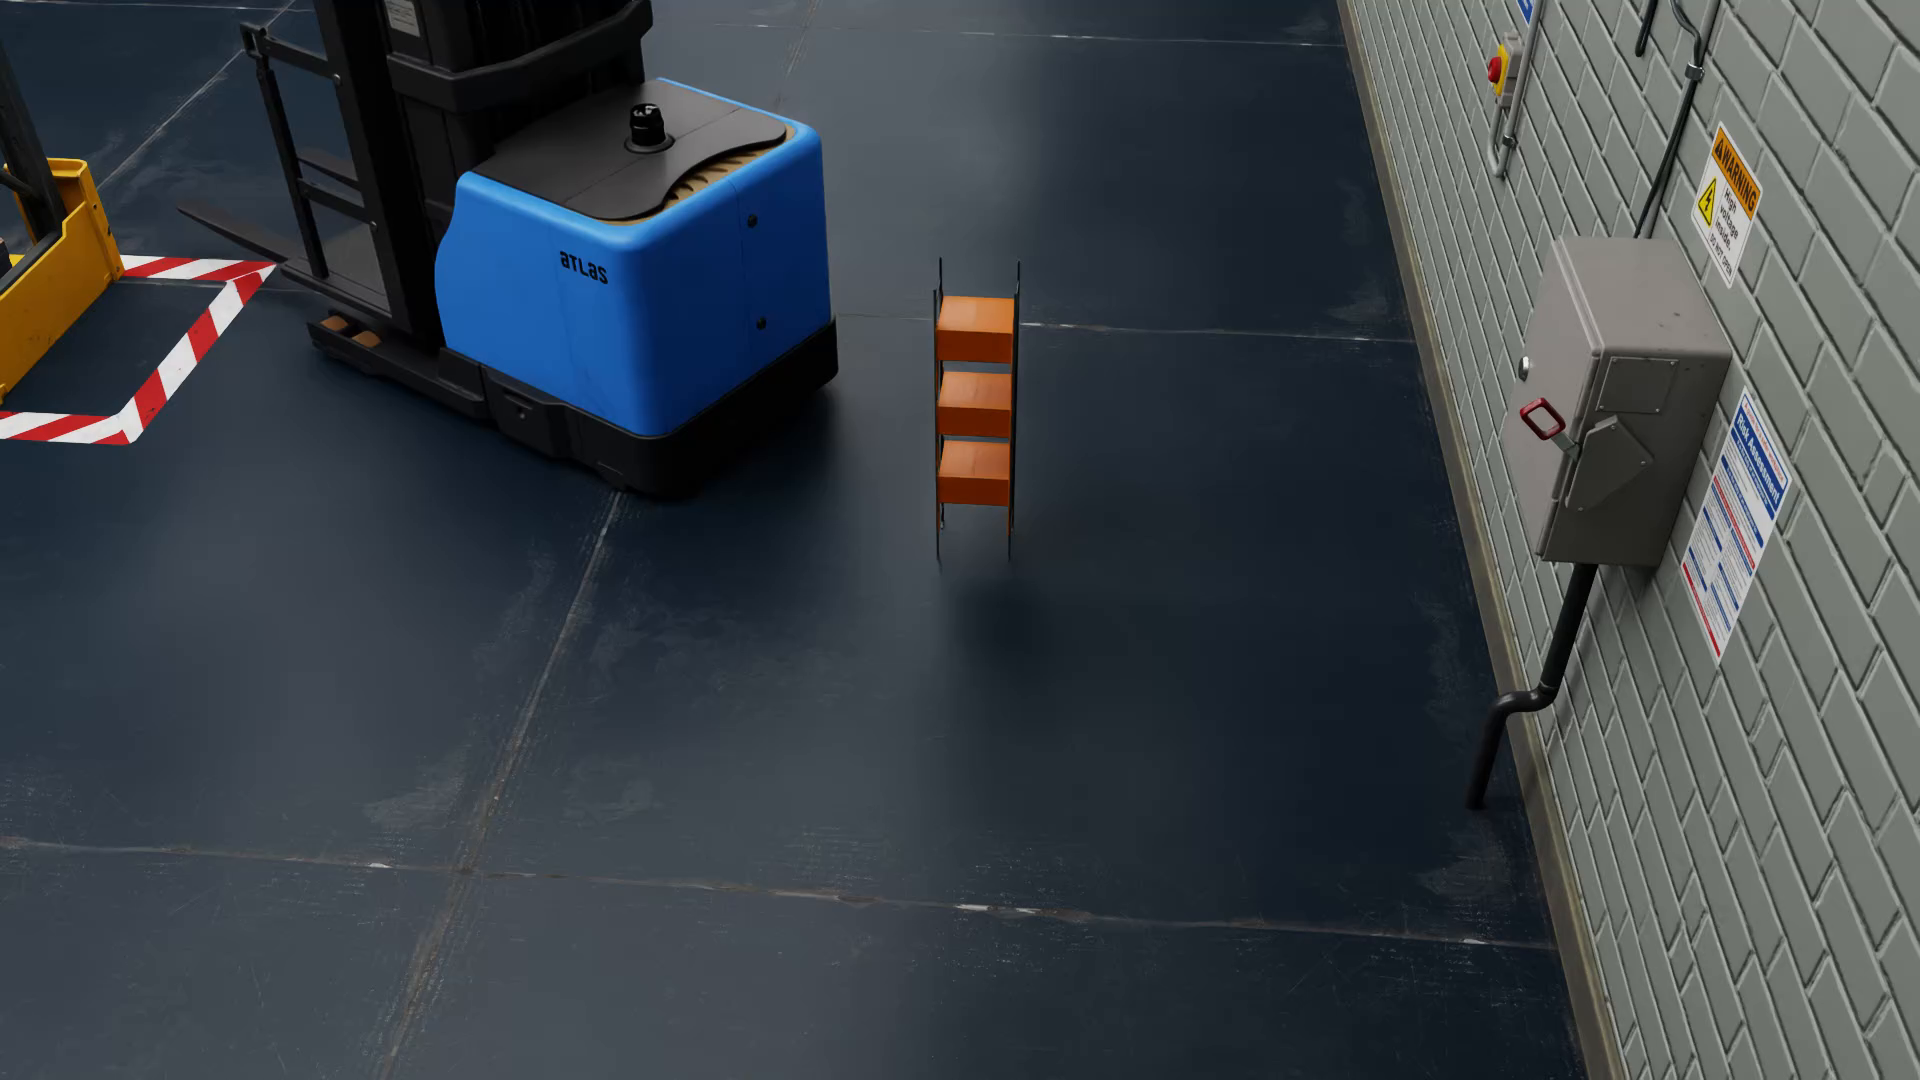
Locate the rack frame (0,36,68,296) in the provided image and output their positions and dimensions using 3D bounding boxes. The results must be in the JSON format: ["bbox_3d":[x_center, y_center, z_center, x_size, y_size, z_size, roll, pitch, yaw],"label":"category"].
[{"bbox_3d":[-3.840,-1.993,5.823,0.127,3.000,1.000,3,39,4],"label":"rack frame"}]

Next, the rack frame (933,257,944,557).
[{"bbox_3d":[-0.068,-0.411,5.423,0.008,1.050,0.200,3,39,4],"label":"rack frame"}]

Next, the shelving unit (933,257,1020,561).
[{"bbox_3d":[0.053,-0.404,5.415,0.252,1.050,0.215,3,39,4],"label":"shelving unit"}]

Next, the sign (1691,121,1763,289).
[{"bbox_3d":[1.664,-0.731,3.618,0.001,0.242,0.339,3,39,4],"label":"sign"}]

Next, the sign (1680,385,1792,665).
[{"bbox_3d":[1.617,-0.029,3.485,0.001,0.494,0.329,3,39,4],"label":"sign"}]

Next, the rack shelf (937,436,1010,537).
[{"bbox_3d":[0.053,-0.180,5.597,0.240,0.259,0.215,3,39,4],"label":"rack shelf"}]

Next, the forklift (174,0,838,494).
[{"bbox_3d":[-1.969,-2.037,5.931,3.031,2.935,1.130,24,45,27],"label":"forklift"}]

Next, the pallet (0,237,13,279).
[{"bbox_3d":[-4.643,-0.906,6.696,1.213,0.211,1.003,3,39,4],"label":"pallet"}]

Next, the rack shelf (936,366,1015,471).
[{"bbox_3d":[0.053,-0.396,5.422,0.240,0.259,0.215,3,39,4],"label":"rack shelf"}]

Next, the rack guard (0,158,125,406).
[{"bbox_3d":[-3.816,-1.023,6.610,0.348,0.500,1.175,3,39,4],"label":"rack guard"}]

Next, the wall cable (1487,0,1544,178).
[{"bbox_3d":[1.780,-2.107,5.133,0.123,1.953,0.585,3,39,4],"label":"wall cable"}]

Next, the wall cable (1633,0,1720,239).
[{"bbox_3d":[1.669,-1.202,4.046,0.122,1.984,0.588,3,39,4],"label":"wall cable"}]

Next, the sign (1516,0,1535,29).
[{"bbox_3d":[1.845,-1.833,5.411,0.001,0.218,0.327,3,39,4],"label":"sign"}]

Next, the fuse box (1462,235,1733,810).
[{"bbox_3d":[1.453,0.112,4.257,0.414,1.711,0.539,3,39,4],"label":"fuse box"}]

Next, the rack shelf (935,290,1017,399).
[{"bbox_3d":[0.053,-0.616,5.243,0.240,0.259,0.215,3,39,4],"label":"rack shelf"}]

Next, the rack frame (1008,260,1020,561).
[{"bbox_3d":[0.175,-0.398,5.407,0.008,1.050,0.200,3,39,4],"label":"rack frame"}]
